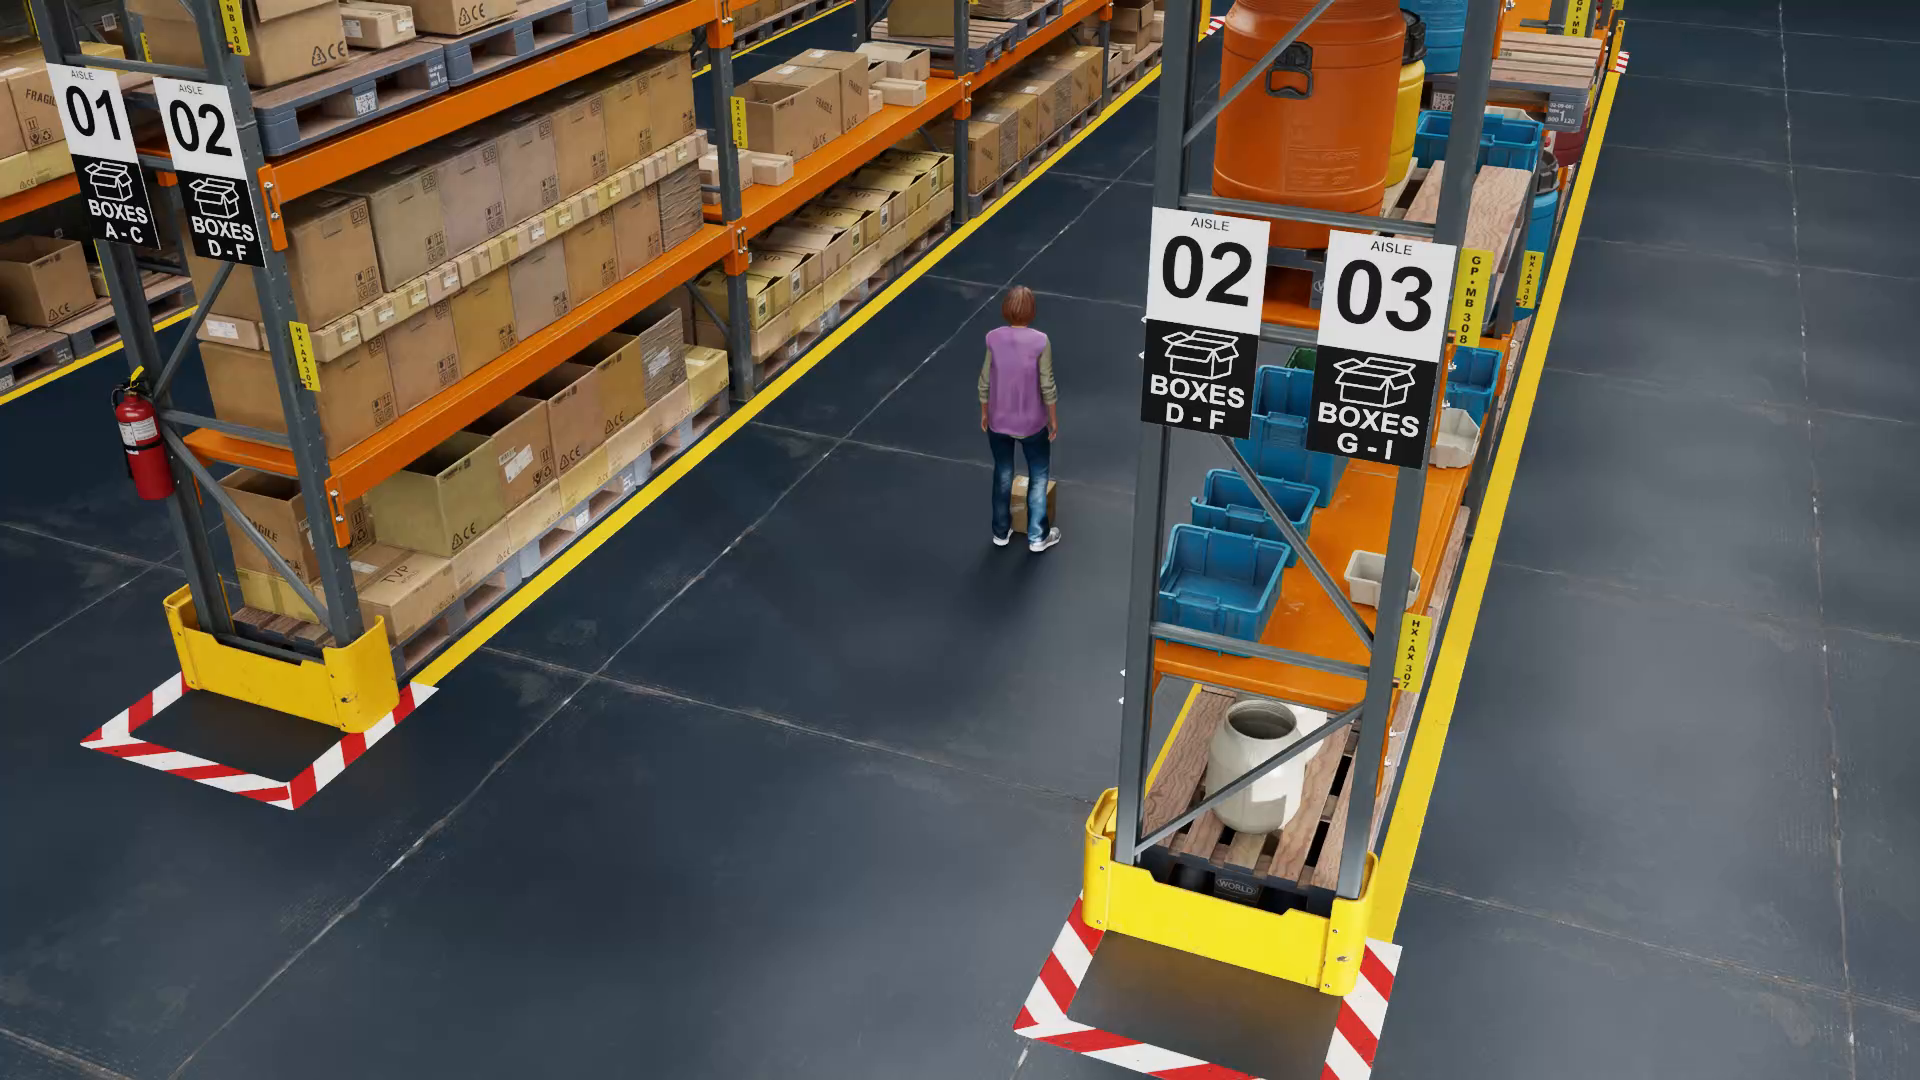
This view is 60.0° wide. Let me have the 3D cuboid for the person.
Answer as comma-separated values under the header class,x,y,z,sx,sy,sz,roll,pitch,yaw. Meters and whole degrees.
class,x,y,z,sx,sy,sz,roll,pitch,yaw
person,0.341,-0.679,9.572,0.482,1.591,0.347,10,31,16
